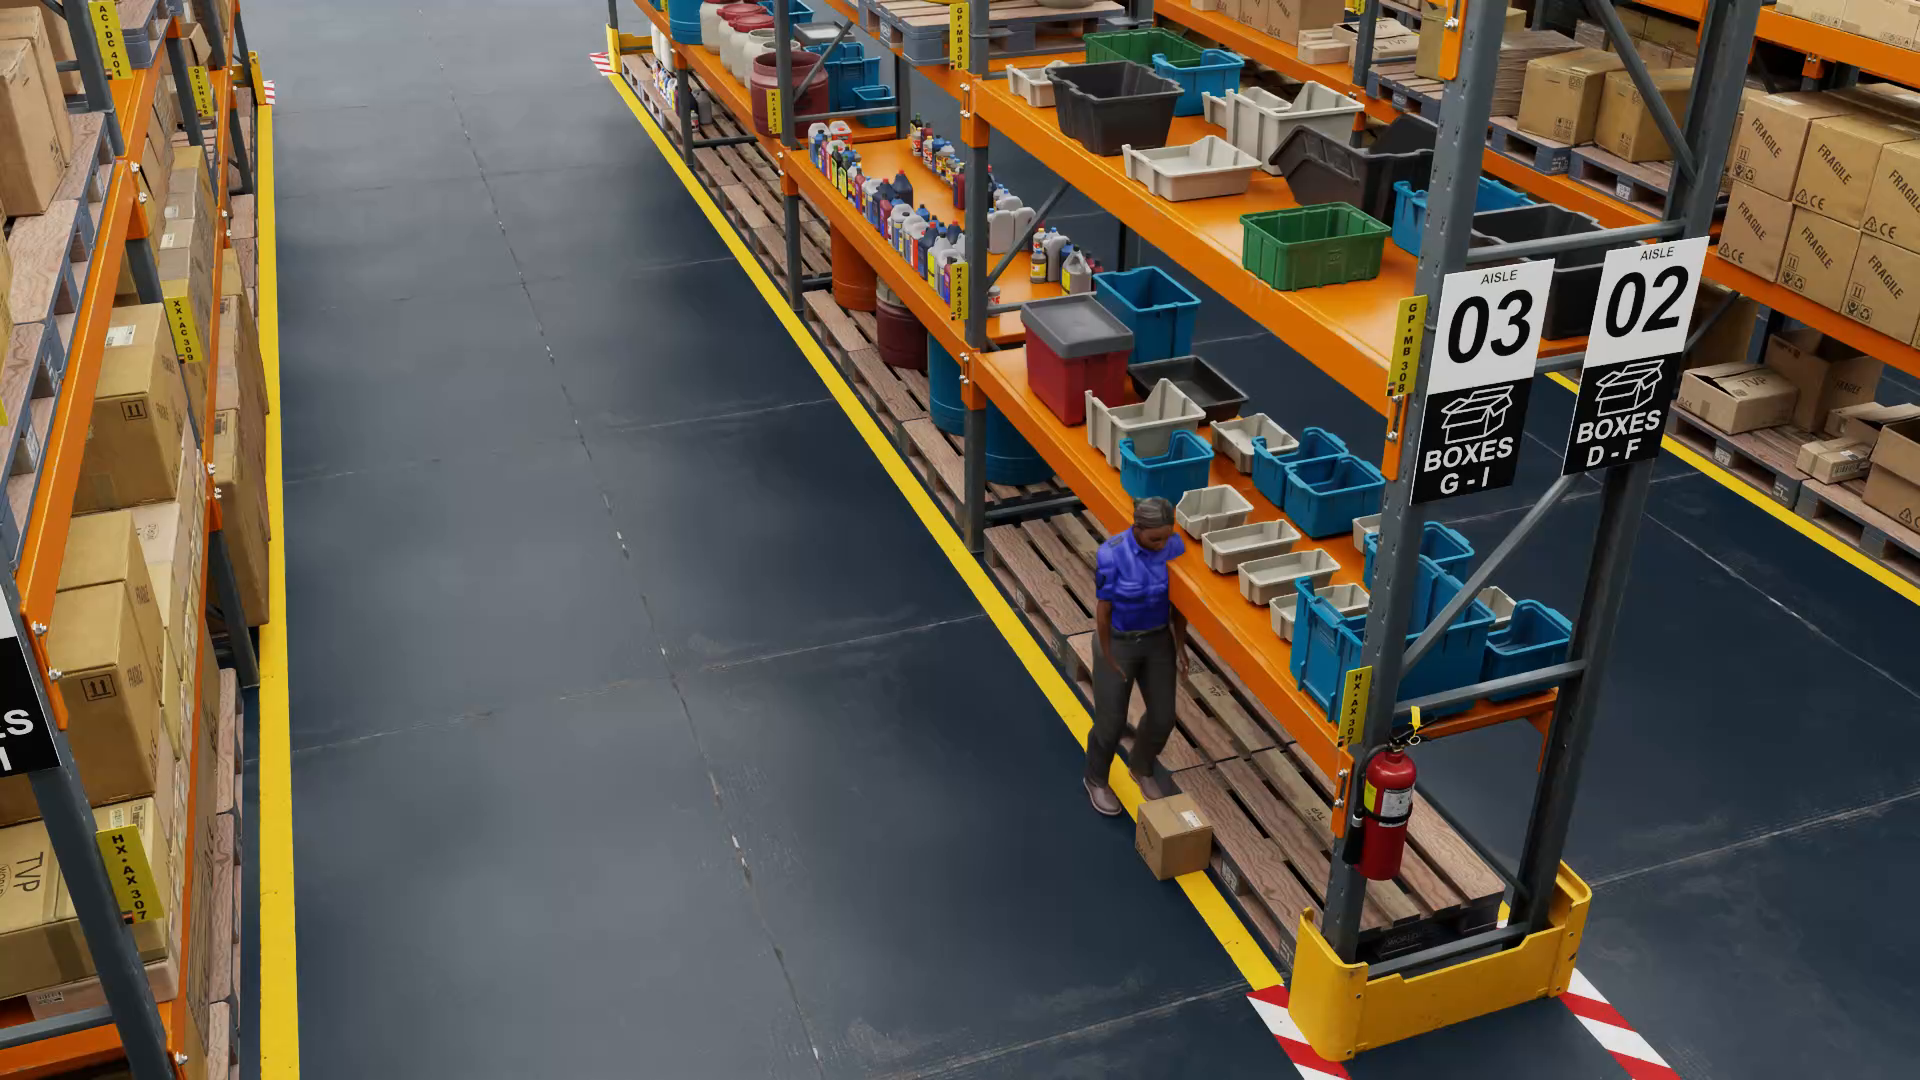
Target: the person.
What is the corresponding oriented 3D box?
[{"bbox_3d":[0.813,0.499,7.518,0.448,1.631,0.340,-10,31,-17],"label":"person"}]
